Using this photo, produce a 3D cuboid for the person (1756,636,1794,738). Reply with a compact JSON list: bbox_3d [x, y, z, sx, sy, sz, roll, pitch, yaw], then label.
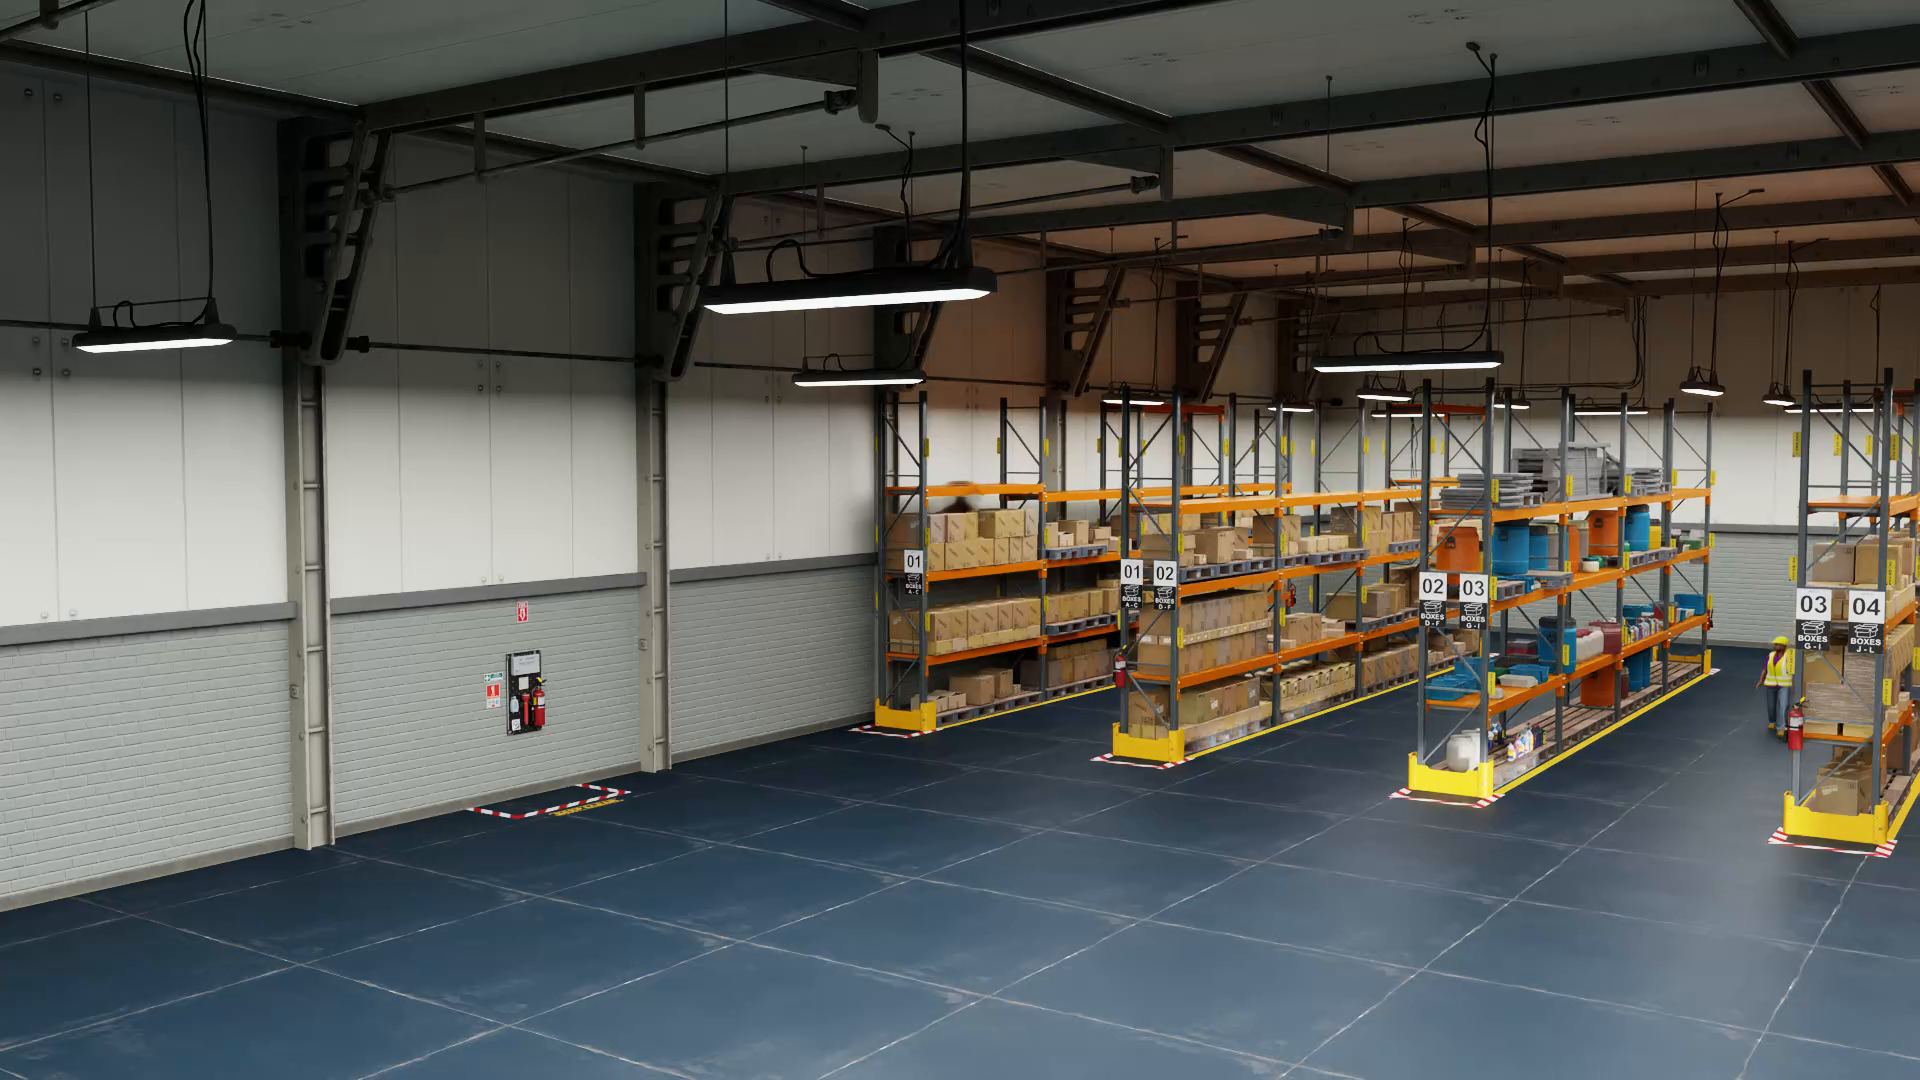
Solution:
[{"bbox_3d":[14.222,2.538,28.923,0.671,1.731,0.989,2,4,28],"label":"person"}]
